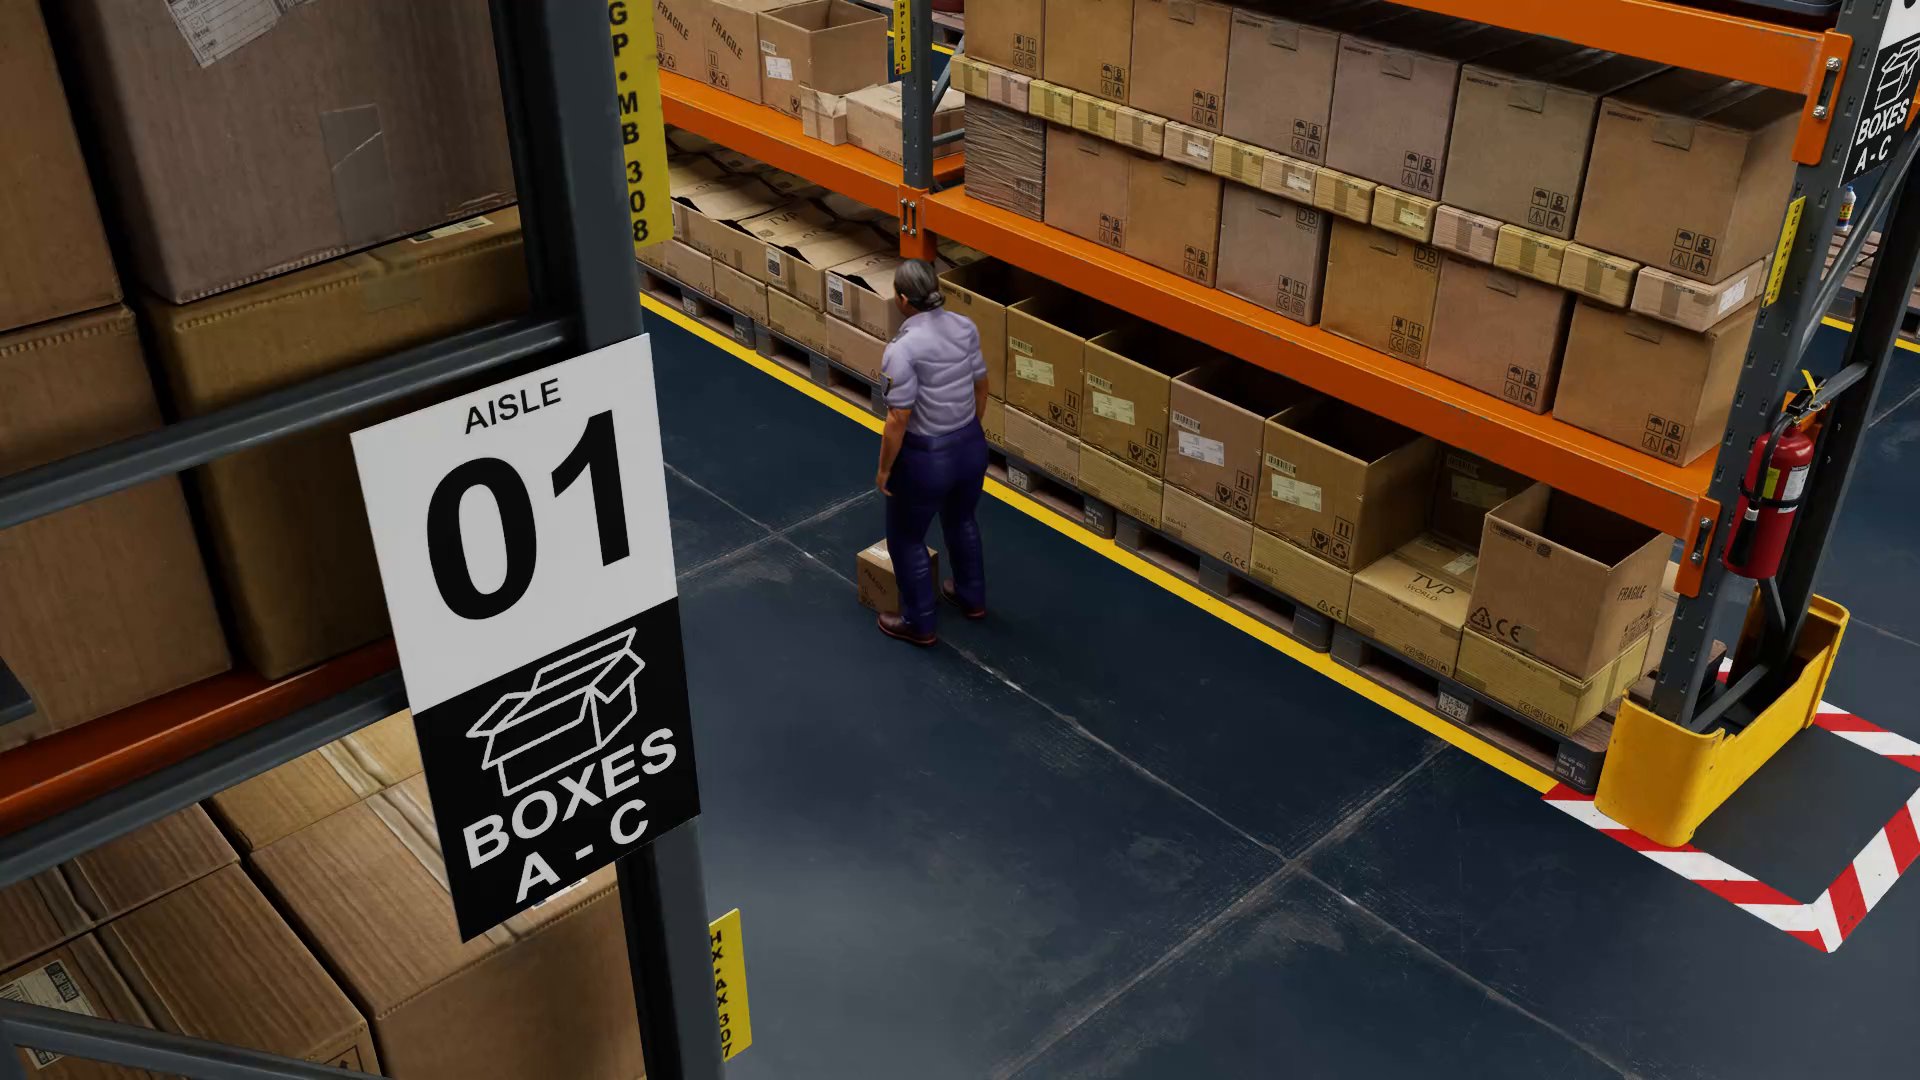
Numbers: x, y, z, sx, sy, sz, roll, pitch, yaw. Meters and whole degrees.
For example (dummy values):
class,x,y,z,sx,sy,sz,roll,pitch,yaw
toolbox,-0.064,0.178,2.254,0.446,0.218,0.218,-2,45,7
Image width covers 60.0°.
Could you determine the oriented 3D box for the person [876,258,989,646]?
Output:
class,x,y,z,sx,sy,sz,roll,pitch,yaw
person,-0.102,-0.336,6.696,0.541,1.638,0.369,-26,40,-35
